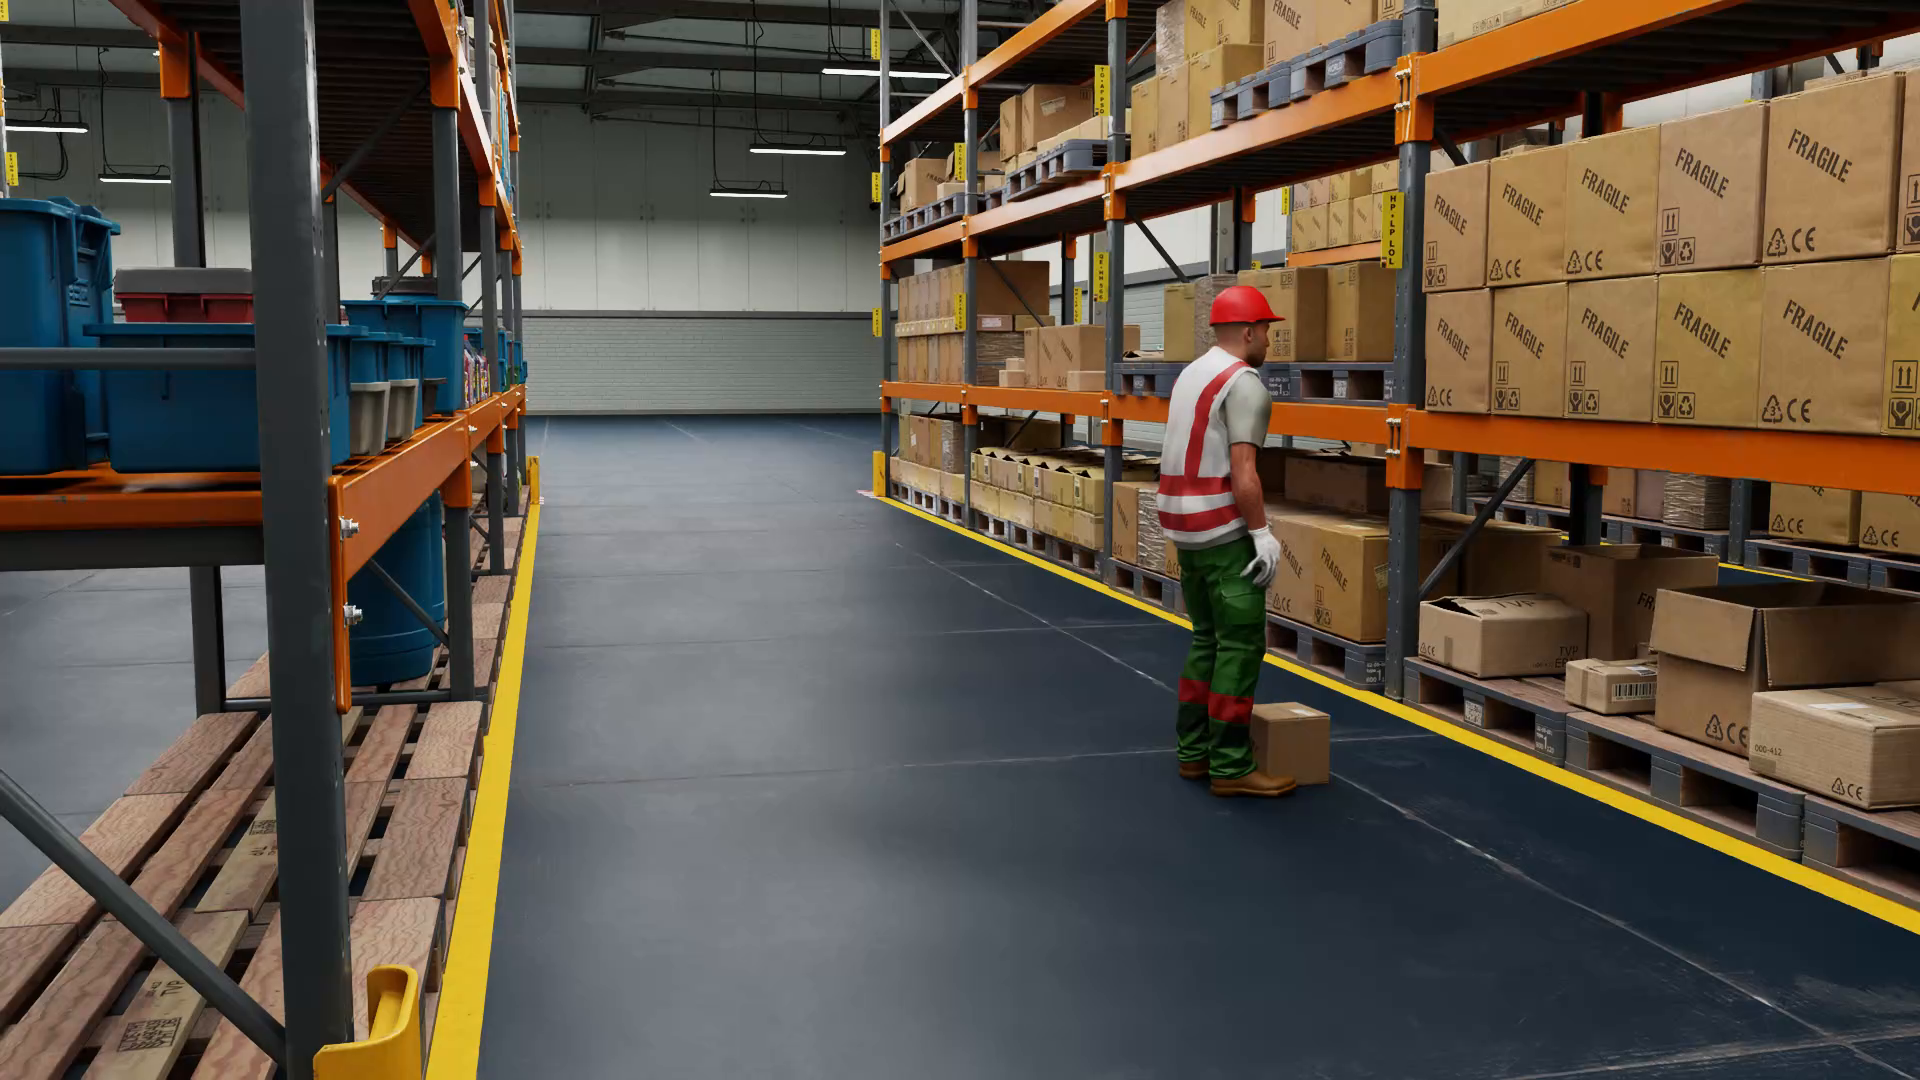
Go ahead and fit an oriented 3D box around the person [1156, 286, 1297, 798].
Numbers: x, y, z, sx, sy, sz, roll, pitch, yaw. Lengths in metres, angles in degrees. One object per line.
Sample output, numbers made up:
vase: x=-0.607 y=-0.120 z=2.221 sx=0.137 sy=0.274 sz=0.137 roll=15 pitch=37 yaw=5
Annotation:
person: x=0.948 y=-0.010 z=5.926 sx=0.452 sy=1.778 sz=0.613 roll=-2 pitch=6 yaw=-17
